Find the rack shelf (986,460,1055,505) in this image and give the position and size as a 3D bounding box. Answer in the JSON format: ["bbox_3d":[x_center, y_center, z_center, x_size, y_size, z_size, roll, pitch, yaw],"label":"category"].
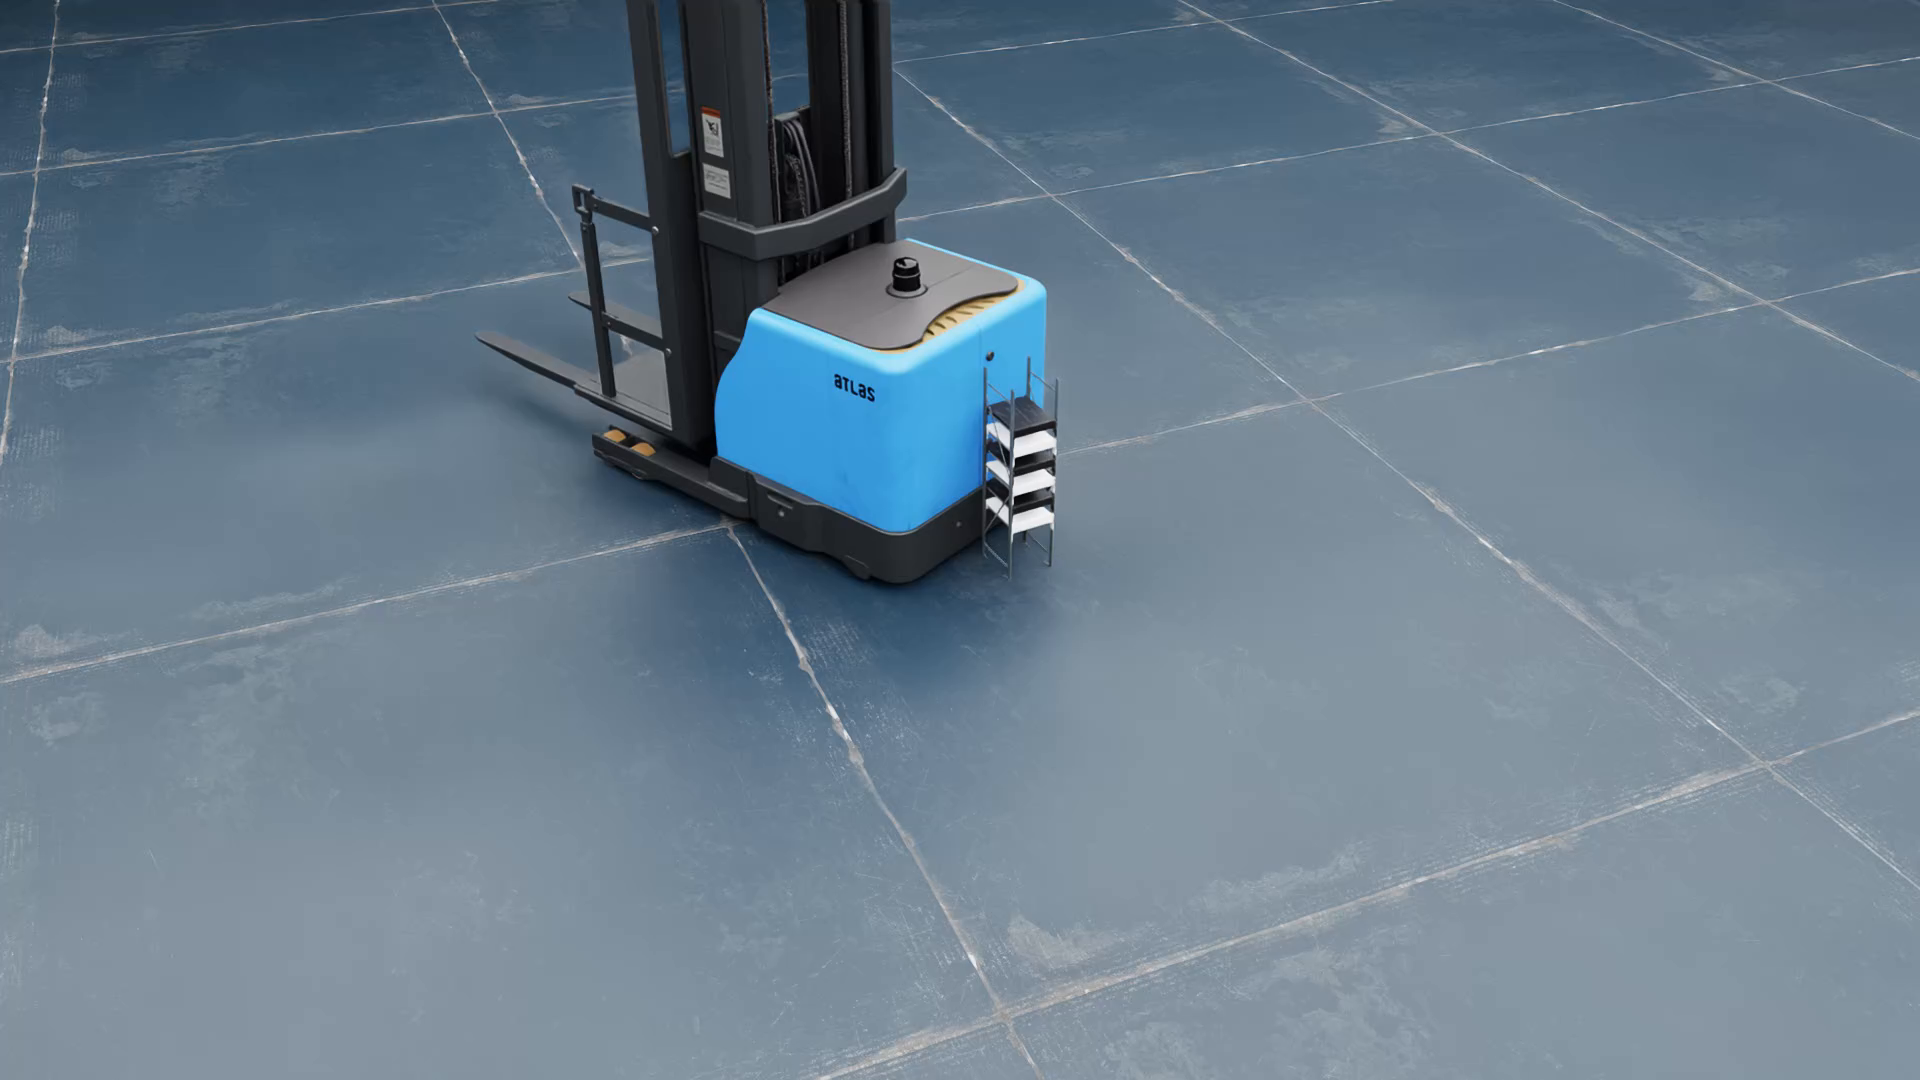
[{"bbox_3d":[0.243,-0.259,6.885,0.200,0.077,0.258,-17,37,-24],"label":"rack shelf"}]

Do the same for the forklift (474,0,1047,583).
[{"bbox_3d":[-1.085,-1.708,7.188,3.031,2.935,1.130,24,40,32],"label":"forklift"}]

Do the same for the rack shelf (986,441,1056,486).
[{"bbox_3d":[0.243,-0.335,6.835,0.200,0.077,0.258,-17,37,-24],"label":"rack shelf"}]

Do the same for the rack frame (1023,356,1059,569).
[{"bbox_3d":[0.332,-0.314,6.907,0.006,0.900,0.240,-17,37,-24],"label":"rack frame"}]

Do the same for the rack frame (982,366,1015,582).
[{"bbox_3d":[0.154,-0.261,6.826,0.006,0.900,0.240,-17,37,-24],"label":"rack frame"}]

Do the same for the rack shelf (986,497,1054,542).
[{"bbox_3d":[0.243,-0.108,6.983,0.200,0.077,0.258,-17,37,-24],"label":"rack shelf"}]

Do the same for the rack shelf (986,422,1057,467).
[{"bbox_3d":[0.243,-0.410,6.786,0.200,0.077,0.258,-17,37,-24],"label":"rack shelf"}]

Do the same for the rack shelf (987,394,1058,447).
[{"bbox_3d":[0.243,-0.486,6.737,0.200,0.077,0.258,-17,37,-24],"label":"rack shelf"}]

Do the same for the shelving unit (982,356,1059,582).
[{"bbox_3d":[0.243,-0.287,6.866,0.210,0.900,0.258,-17,37,-24],"label":"shelving unit"}]

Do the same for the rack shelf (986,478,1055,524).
[{"bbox_3d":[0.243,-0.184,6.934,0.200,0.077,0.258,-17,37,-24],"label":"rack shelf"}]
